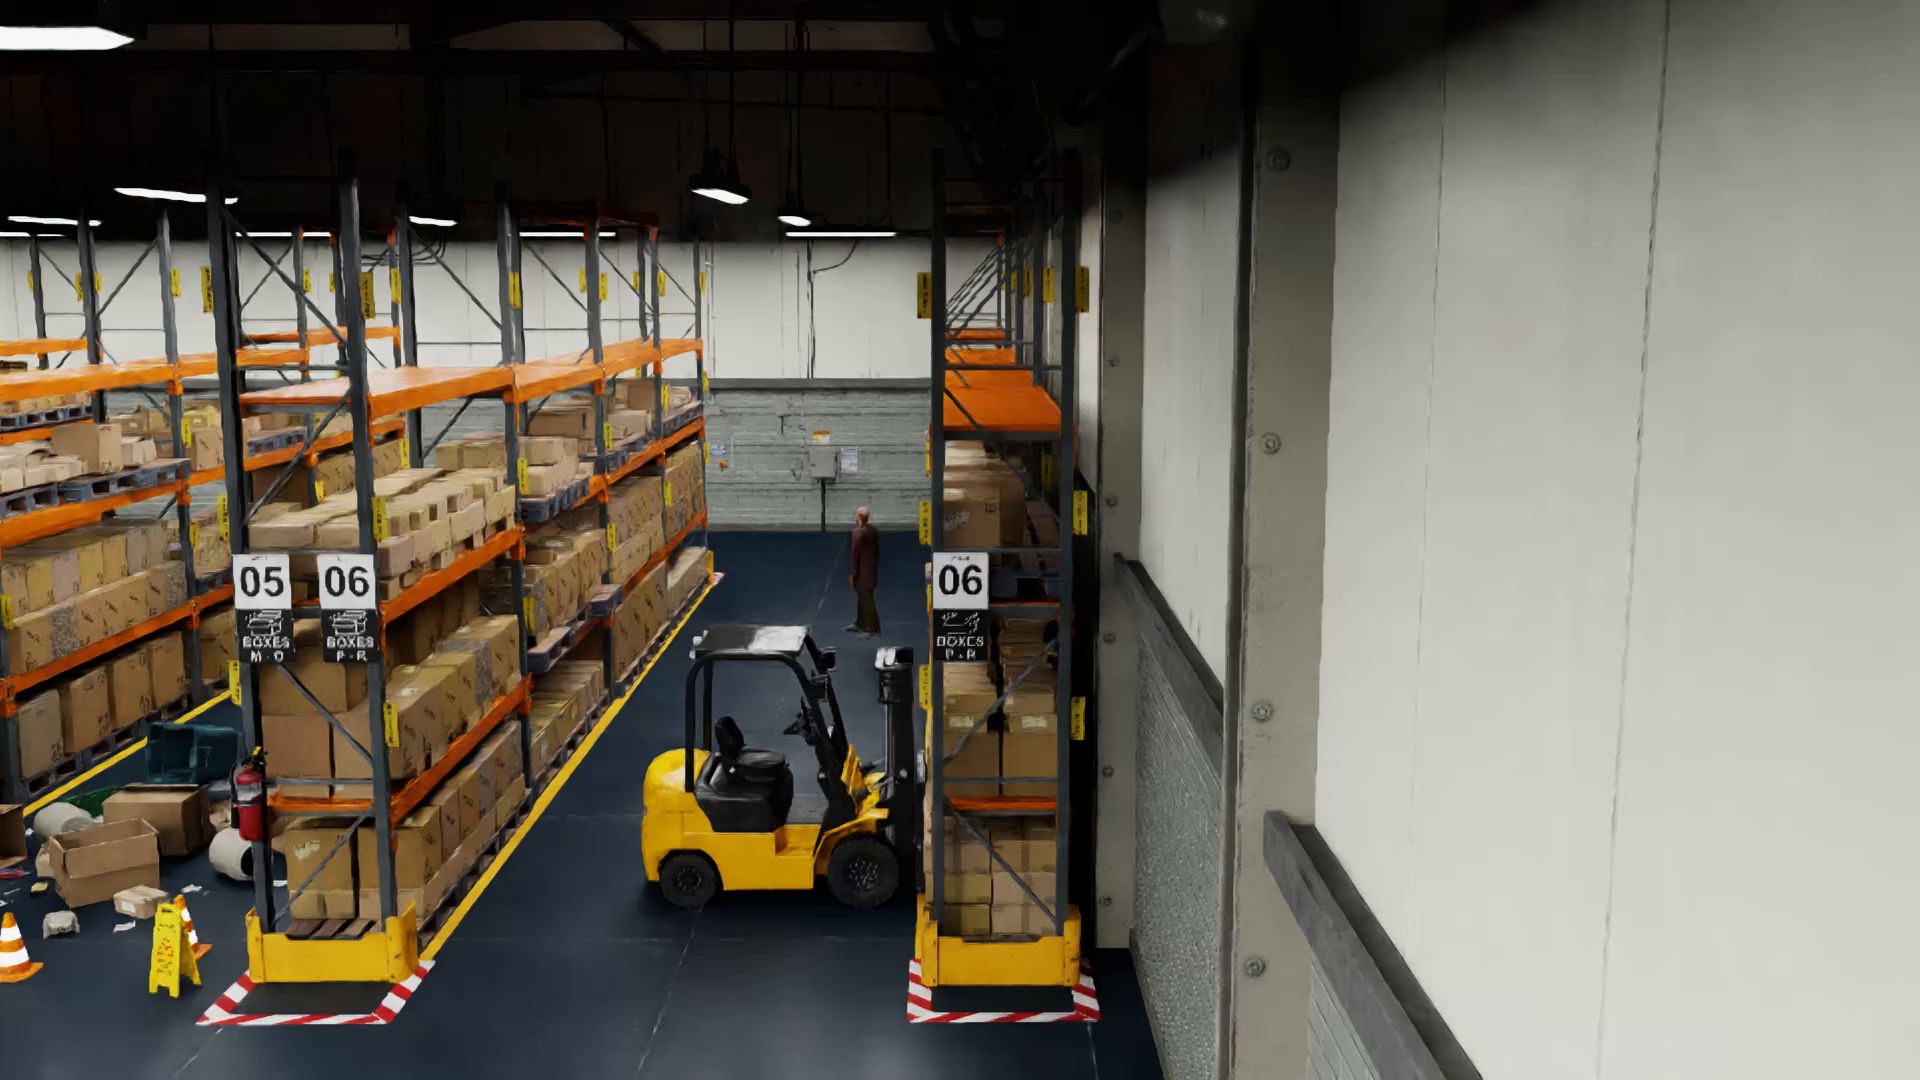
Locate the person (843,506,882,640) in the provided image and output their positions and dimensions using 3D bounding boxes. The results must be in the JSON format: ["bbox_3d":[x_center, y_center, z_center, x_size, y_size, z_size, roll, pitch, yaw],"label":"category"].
[{"bbox_3d":[-1.330,0.419,22.414,0.655,1.771,0.699,3,10,18],"label":"person"}]
